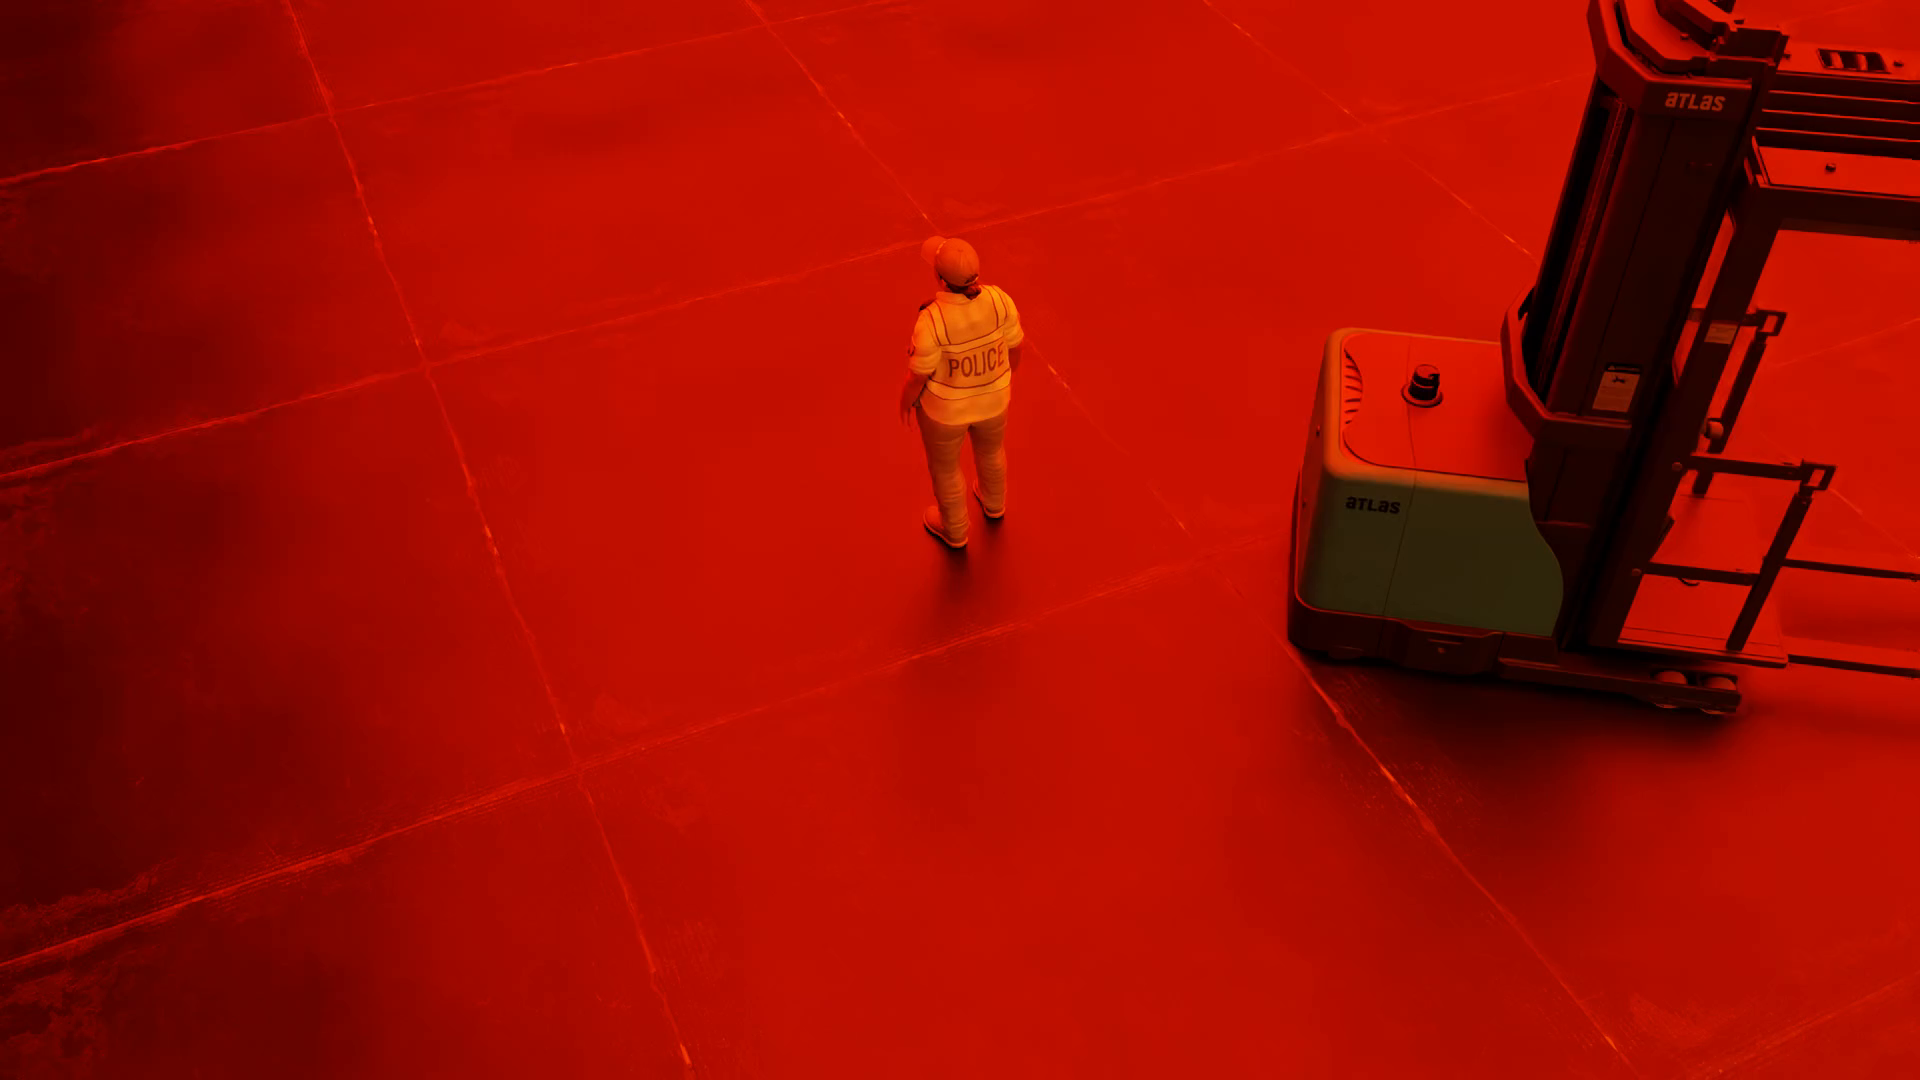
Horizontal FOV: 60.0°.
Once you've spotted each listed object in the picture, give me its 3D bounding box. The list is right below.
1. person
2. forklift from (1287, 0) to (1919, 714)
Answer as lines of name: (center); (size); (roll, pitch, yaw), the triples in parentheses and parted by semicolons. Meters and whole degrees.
person: (-0.011, -0.668, 7.313); (0.598, 1.670, 0.529); (-18, 46, -18)
forklift: (3.001, -0.728, 6.460); (3.031, 2.935, 1.130); (7, 43, 7)
